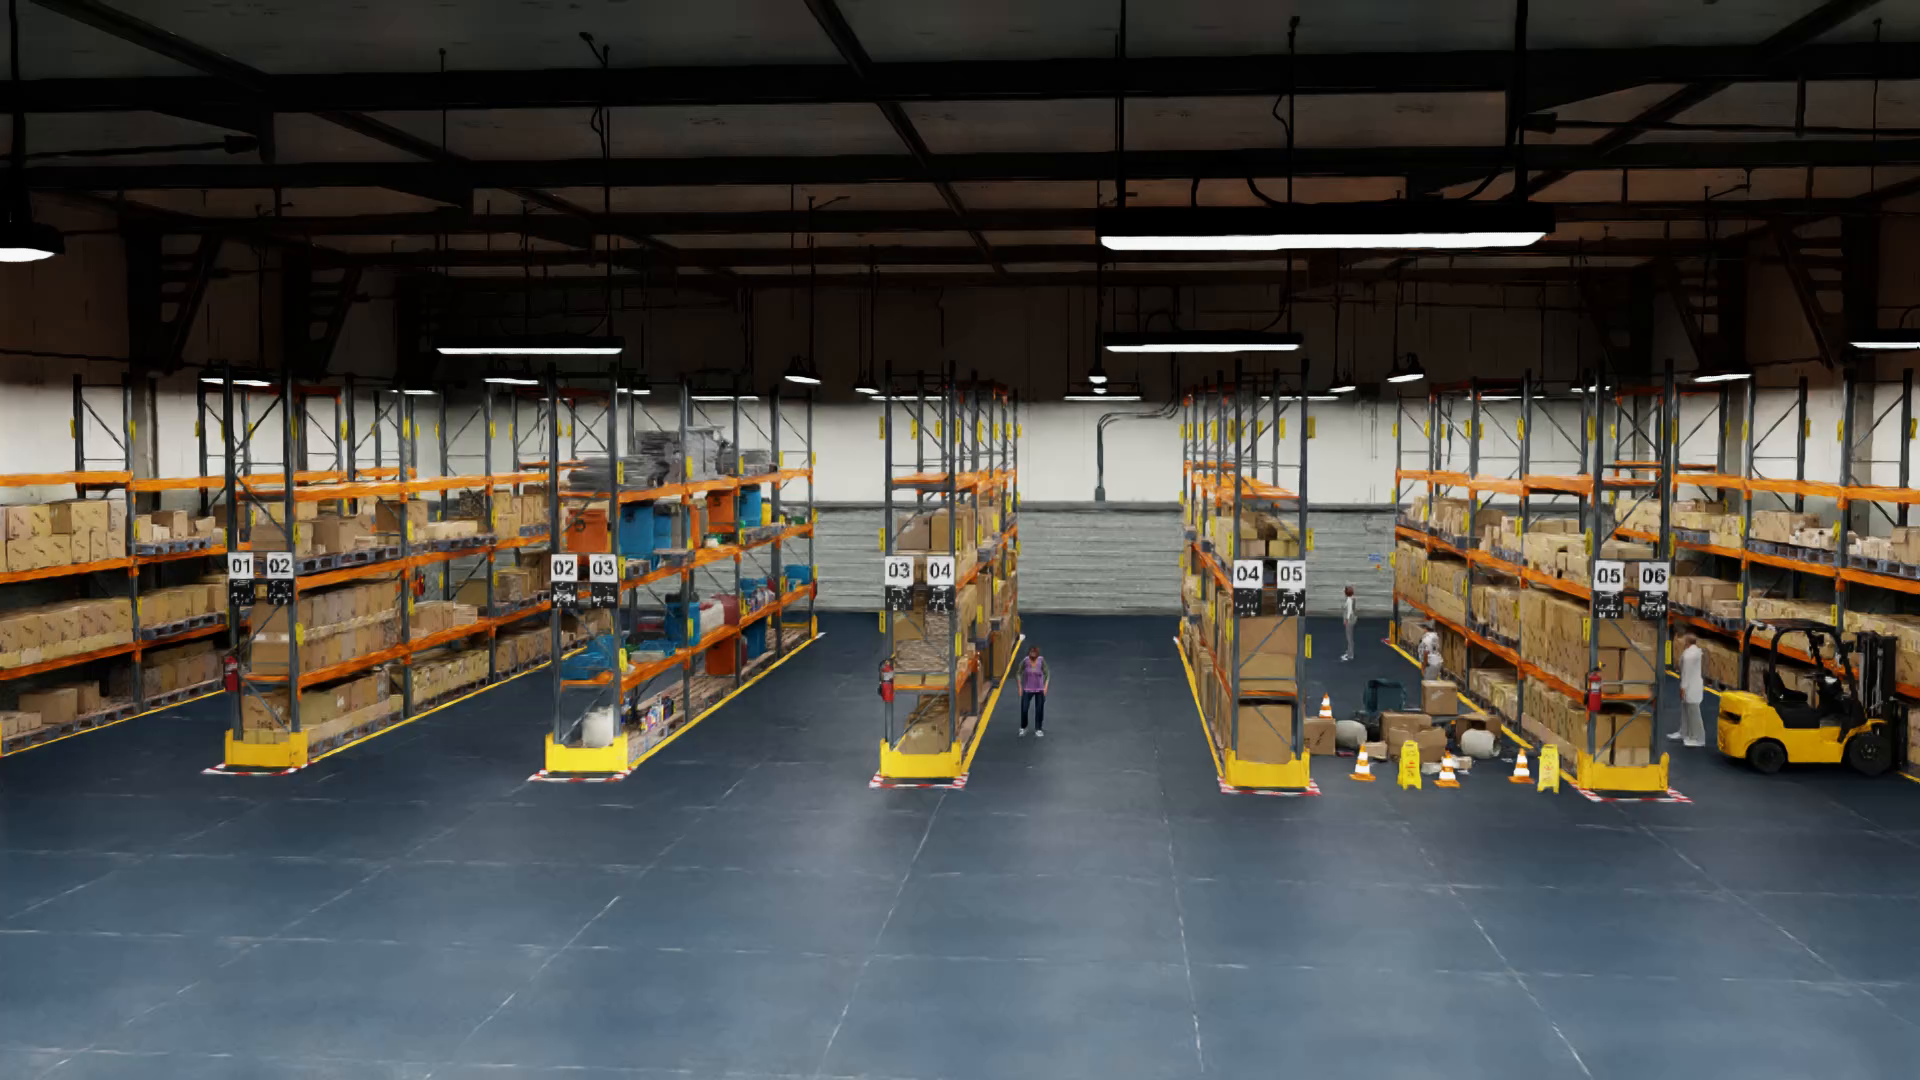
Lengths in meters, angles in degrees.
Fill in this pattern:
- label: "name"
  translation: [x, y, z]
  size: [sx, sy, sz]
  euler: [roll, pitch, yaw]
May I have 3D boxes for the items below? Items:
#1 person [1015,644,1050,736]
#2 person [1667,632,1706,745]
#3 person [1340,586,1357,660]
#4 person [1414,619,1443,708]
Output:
- label: "person"
  translation: [1.189, 2.452, 27.177]
  size: [0.566, 1.541, 0.519]
  euler: [0, 4, 2]
- label: "person"
  translation: [11.624, 2.349, 26.565]
  size: [0.636, 1.775, 0.677]
  euler: [3, 5, 35]
- label: "person"
  translation: [8.515, 1.812, 36.409]
  size: [0.361, 1.630, 0.454]
  euler: [2, 4, 22]
- label: "person"
  translation: [8.275, 2.230, 29.387]
  size: [0.551, 1.657, 0.598]
  euler: [2, 4, 30]
